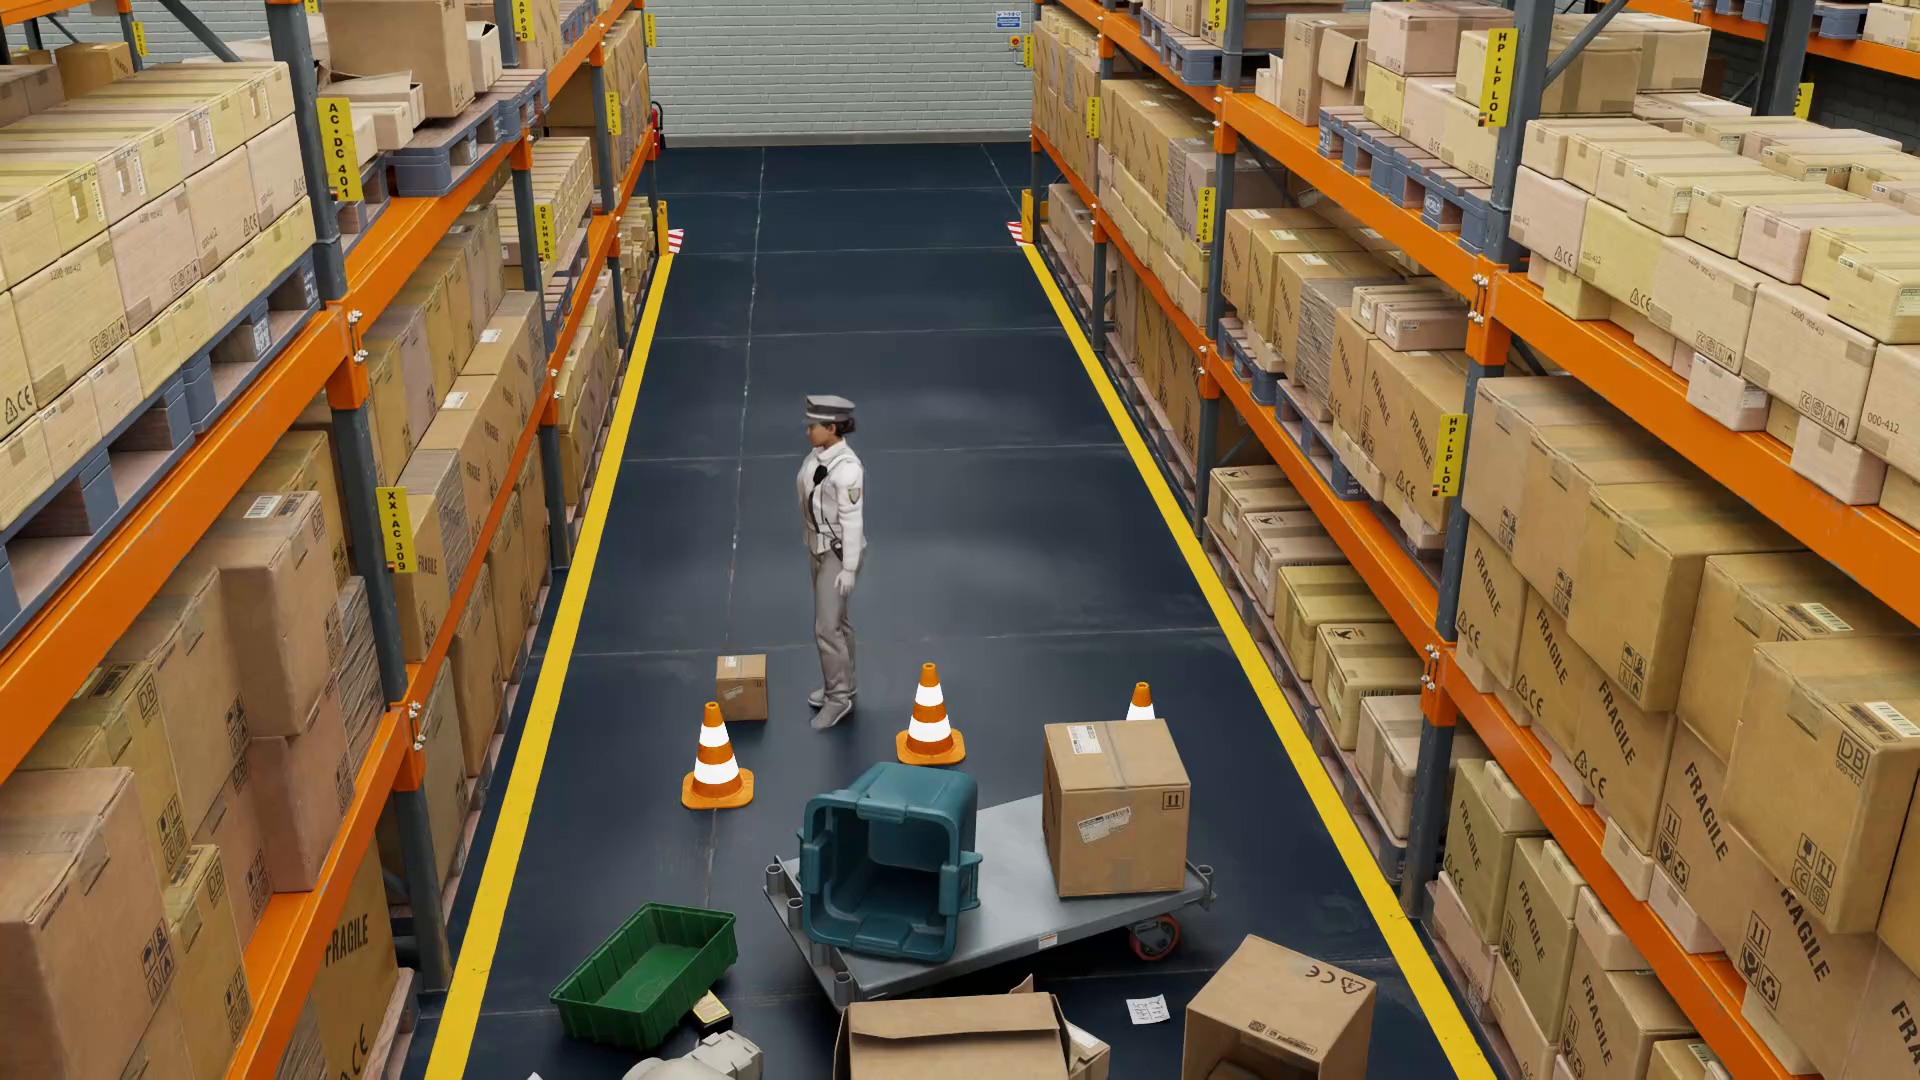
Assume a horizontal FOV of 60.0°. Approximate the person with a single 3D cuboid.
[{"bbox_3d":[-0.679,0.108,8.402,0.402,1.739,0.509,-10,26,-20],"label":"person"}]
